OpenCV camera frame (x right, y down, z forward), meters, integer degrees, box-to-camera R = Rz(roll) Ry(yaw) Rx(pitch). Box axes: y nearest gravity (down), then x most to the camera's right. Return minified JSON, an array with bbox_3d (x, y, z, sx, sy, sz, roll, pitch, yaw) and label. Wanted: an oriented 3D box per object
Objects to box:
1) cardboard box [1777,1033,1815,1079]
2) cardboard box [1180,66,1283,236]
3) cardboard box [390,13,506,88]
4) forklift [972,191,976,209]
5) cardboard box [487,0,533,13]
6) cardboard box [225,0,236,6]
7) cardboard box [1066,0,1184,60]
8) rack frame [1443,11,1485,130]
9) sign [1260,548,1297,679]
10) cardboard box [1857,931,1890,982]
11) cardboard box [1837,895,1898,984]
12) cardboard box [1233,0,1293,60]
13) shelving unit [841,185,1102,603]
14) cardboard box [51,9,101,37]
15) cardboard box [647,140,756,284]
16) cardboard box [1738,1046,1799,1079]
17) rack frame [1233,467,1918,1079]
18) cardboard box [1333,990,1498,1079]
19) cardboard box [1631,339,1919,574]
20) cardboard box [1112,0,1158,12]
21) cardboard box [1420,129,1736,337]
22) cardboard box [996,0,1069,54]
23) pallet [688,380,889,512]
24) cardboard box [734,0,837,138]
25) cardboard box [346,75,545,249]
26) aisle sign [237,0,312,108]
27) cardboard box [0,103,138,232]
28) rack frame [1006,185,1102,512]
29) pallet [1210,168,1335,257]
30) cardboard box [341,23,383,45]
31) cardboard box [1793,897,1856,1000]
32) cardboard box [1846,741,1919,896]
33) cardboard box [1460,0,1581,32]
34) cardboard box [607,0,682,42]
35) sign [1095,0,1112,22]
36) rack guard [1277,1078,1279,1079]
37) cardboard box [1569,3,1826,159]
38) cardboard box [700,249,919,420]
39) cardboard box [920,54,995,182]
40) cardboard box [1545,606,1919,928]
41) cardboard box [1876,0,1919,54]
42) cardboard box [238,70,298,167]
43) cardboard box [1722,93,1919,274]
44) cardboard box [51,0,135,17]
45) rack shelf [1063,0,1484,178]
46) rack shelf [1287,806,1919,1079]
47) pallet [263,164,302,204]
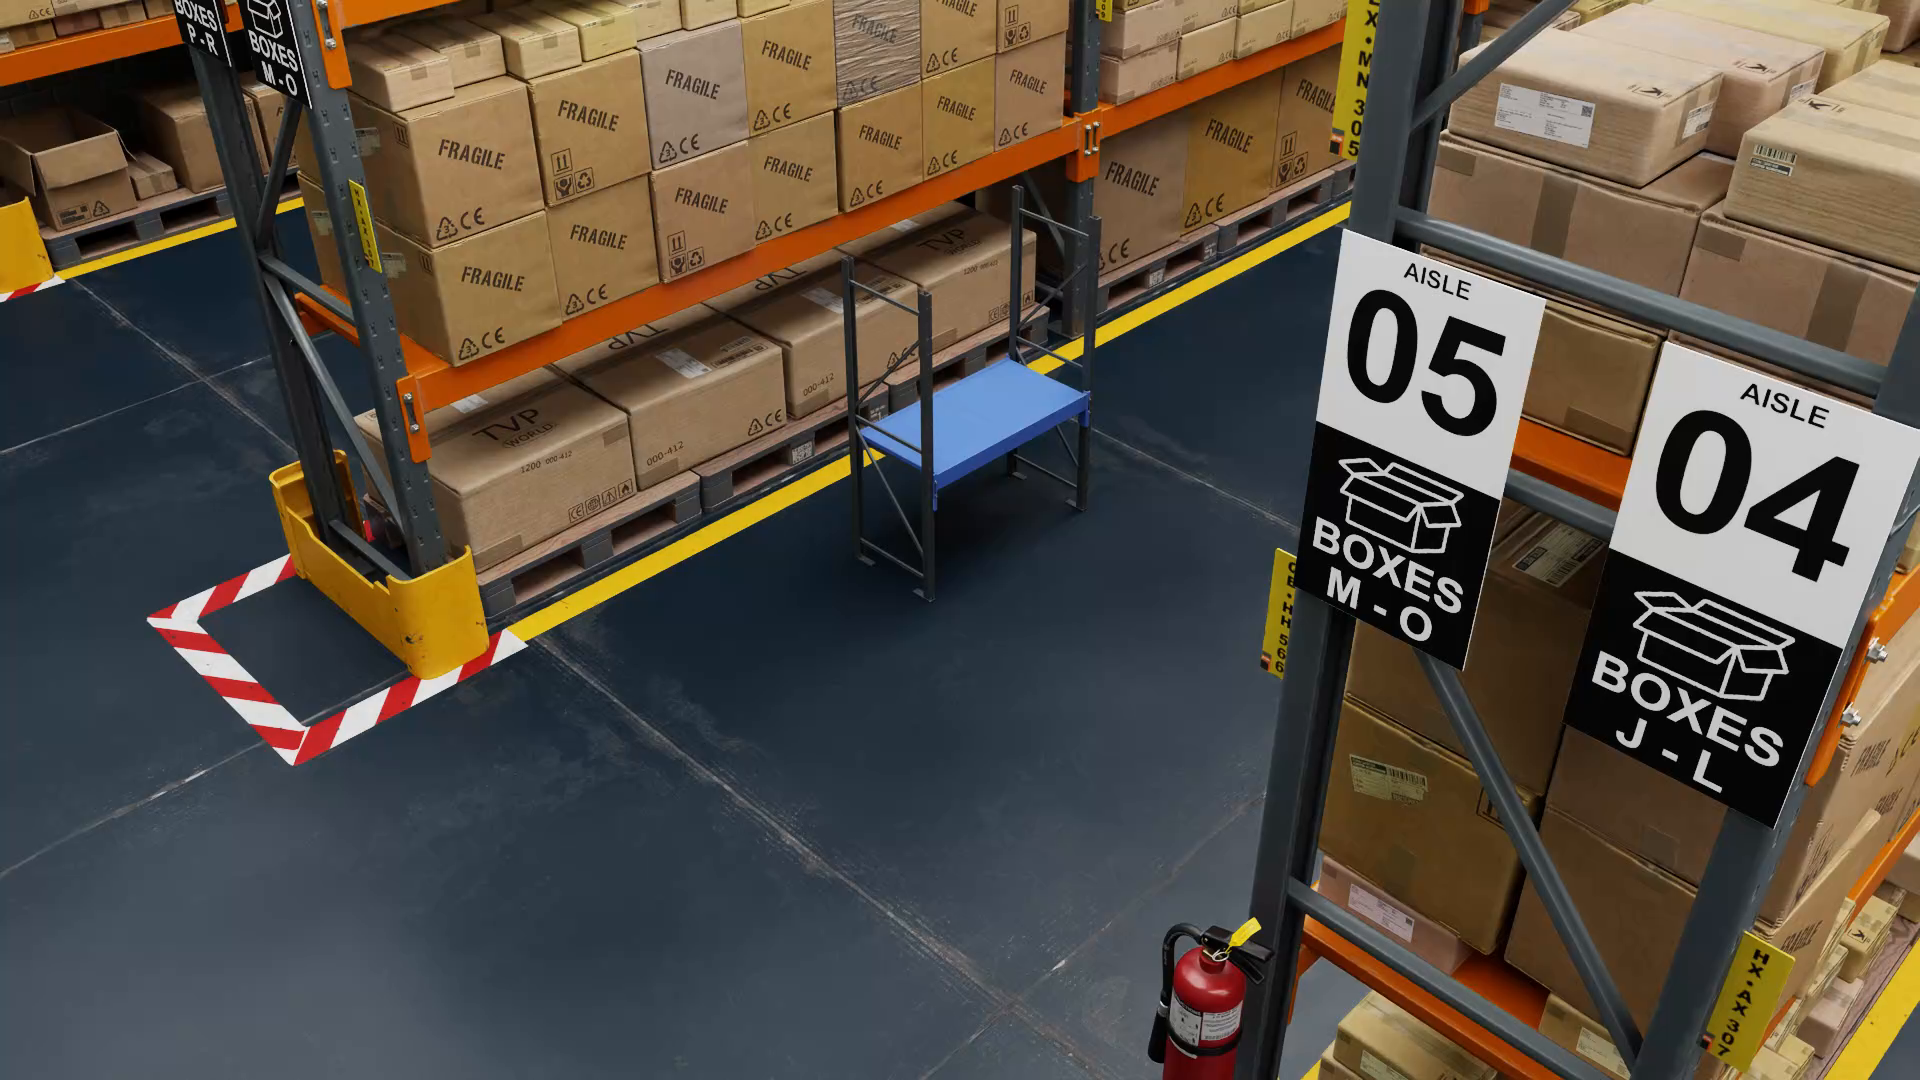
[{"bbox_3d":[2.239,1.489,4.858,0.250,0.149,0.380,-28,44,-34],"label":"cardboard box"},{"bbox_3d":[1.333,-2.526,10.240,0.875,0.875,0.875,-29,44,-34],"label":"cardboard box"},{"bbox_3d":[-1.916,-1.832,6.226,0.250,0.149,0.380,-29,44,-35],"label":"cardboard box"},{"bbox_3d":[-0.424,-3.385,10.041,3.031,2.935,1.130,-28,44,-34],"label":"forklift"},{"bbox_3d":[-1.895,-2.228,6.794,0.250,0.149,0.380,-29,44,-35],"label":"cardboard box"},{"bbox_3d":[-4.652,-3.369,10.178,0.380,0.149,0.250,28,44,34],"label":"cardboard box"},{"bbox_3d":[0.832,-2.780,8.808,0.500,0.250,0.500,28,44,34],"label":"cardboard box"},{"bbox_3d":[3.140,-4.195,11.143,1.000,3.000,0.127,30,45,35],"label":"rack frame"},{"bbox_3d":[0.708,0.170,3.595,0.100,0.325,0.005,30,45,35],"label":"sign"},{"bbox_3d":[2.764,1.287,5.408,0.380,0.149,0.250,30,45,35],"label":"cardboard box"},{"bbox_3d":[2.611,1.142,5.096,0.250,0.149,0.380,-29,44,-35],"label":"cardboard box"},{"bbox_3d":[1.555,-2.994,9.552,0.500,0.250,0.500,29,44,35],"label":"cardboard box"},{"bbox_3d":[0.060,-0.650,7.371,0.538,1.500,1.048,30,45,35],"label":"shelving unit"},{"bbox_3d":[-5.289,-3.109,9.805,0.380,0.149,0.250,29,44,35],"label":"cardboard box"},{"bbox_3d":[-1.247,-1.483,7.167,0.500,0.500,0.500,29,44,35],"label":"cardboard box"},{"bbox_3d":[2.075,1.473,4.621,0.380,0.149,0.250,29,44,35],"label":"cardboard box"},{"bbox_3d":[1.087,1.007,3.684,1.000,3.000,0.127,30,45,35],"label":"rack frame"},{"bbox_3d":[1.280,1.443,4.664,0.250,0.149,0.380,-29,44,-35],"label":"cardboard box"},{"bbox_3d":[1.585,-0.241,2.983,0.500,0.250,0.500,-28,44,-34],"label":"cardboard box"},{"bbox_3d":[0.836,-3.085,8.590,0.500,0.500,0.500,-29,44,-35],"label":"cardboard box"},{"bbox_3d":[1.231,-0.657,3.141,0.500,0.250,0.500,28,44,34],"label":"cardboard box"},{"bbox_3d":[0.185,-2.719,8.066,0.500,0.500,0.500,29,44,35],"label":"cardboard box"},{"bbox_3d":[-1.129,-0.653,8.501,1.003,0.211,1.213,30,45,35],"label":"pallet"},{"bbox_3d":[-0.889,-2.106,7.186,0.500,0.500,0.500,-30,45,-35],"label":"cardboard box"},{"bbox_3d":[-1.956,-1.479,6.286,0.500,0.500,0.500,28,44,34],"label":"cardboard box"},{"bbox_3d":[-2.342,-1.868,5.533,0.394,0.787,0.004,30,45,35],"label":"aisle sign"},{"bbox_3d":[-5.524,-2.305,10.248,0.797,0.503,0.637,28,43,34],"label":"cardboard box"},{"bbox_3d":[0.418,-0.856,7.667,0.500,1.500,0.032,30,45,35],"label":"rack frame"},{"bbox_3d":[1.671,-2.269,10.818,1.003,0.211,1.213,30,45,35],"label":"pallet"},{"bbox_3d":[-2.386,-1.891,6.311,0.250,0.149,0.380,-29,44,-35],"label":"cardboard box"},{"bbox_3d":[1.926,0.903,4.053,0.380,0.149,0.250,28,44,34],"label":"cardboard box"},{"bbox_3d":[1.959,0.545,3.999,0.500,0.500,0.500,30,45,35],"label":"cardboard box"},{"bbox_3d":[4.059,-3.817,12.532,0.950,0.372,0.625,29,44,35],"label":"cardboard box"},{"bbox_3d":[-1.331,-2.133,6.658,0.250,0.149,0.380,-29,44,-35],"label":"cardboard box"},{"bbox_3d":[0.717,-2.736,8.224,0.100,0.325,0.005,30,45,35],"label":"sign"},{"bbox_3d":[1.141,2.001,4.444,1.175,0.500,0.348,30,45,35],"label":"rack guard"},{"bbox_3d":[1.341,-0.853,3.075,0.250,0.149,0.380,-29,44,-35],"label":"cardboard box"},{"bbox_3d":[-0.827,-1.117,8.602,0.875,0.438,0.875,28,44,34],"label":"cardboard box"},{"bbox_3d":[-0.182,-2.110,8.066,0.500,0.500,0.500,28,44,34],"label":"cardboard box"},{"bbox_3d":[1.592,0.358,3.393,0.500,0.500,0.500,29,44,35],"label":"cardboard box"},{"bbox_3d":[1.867,-1.179,3.541,0.380,0.149,0.250,28,44,34],"label":"cardboard box"},{"bbox_3d":[-4.450,-2.809,10.974,0.500,0.500,0.500,-29,44,-35],"label":"cardboard box"},{"bbox_3d":[1.477,-0.570,2.669,0.380,0.149,0.250,29,44,35],"label":"cardboard box"},{"bbox_3d":[-5.156,-3.287,9.712,0.500,0.250,0.500,-29,44,-35],"label":"cardboard box"},{"bbox_3d":[1.731,-3.088,10.184,1.077,0.370,4.000,30,45,35],"label":"rack shelf"},{"bbox_3d":[2.496,0.490,5.054,1.077,0.370,4.000,30,45,35],"label":"rack shelf"},{"bbox_3d":[-4.548,-2.650,11.366,1.003,0.211,1.213,30,45,35],"label":"pallet"}]
